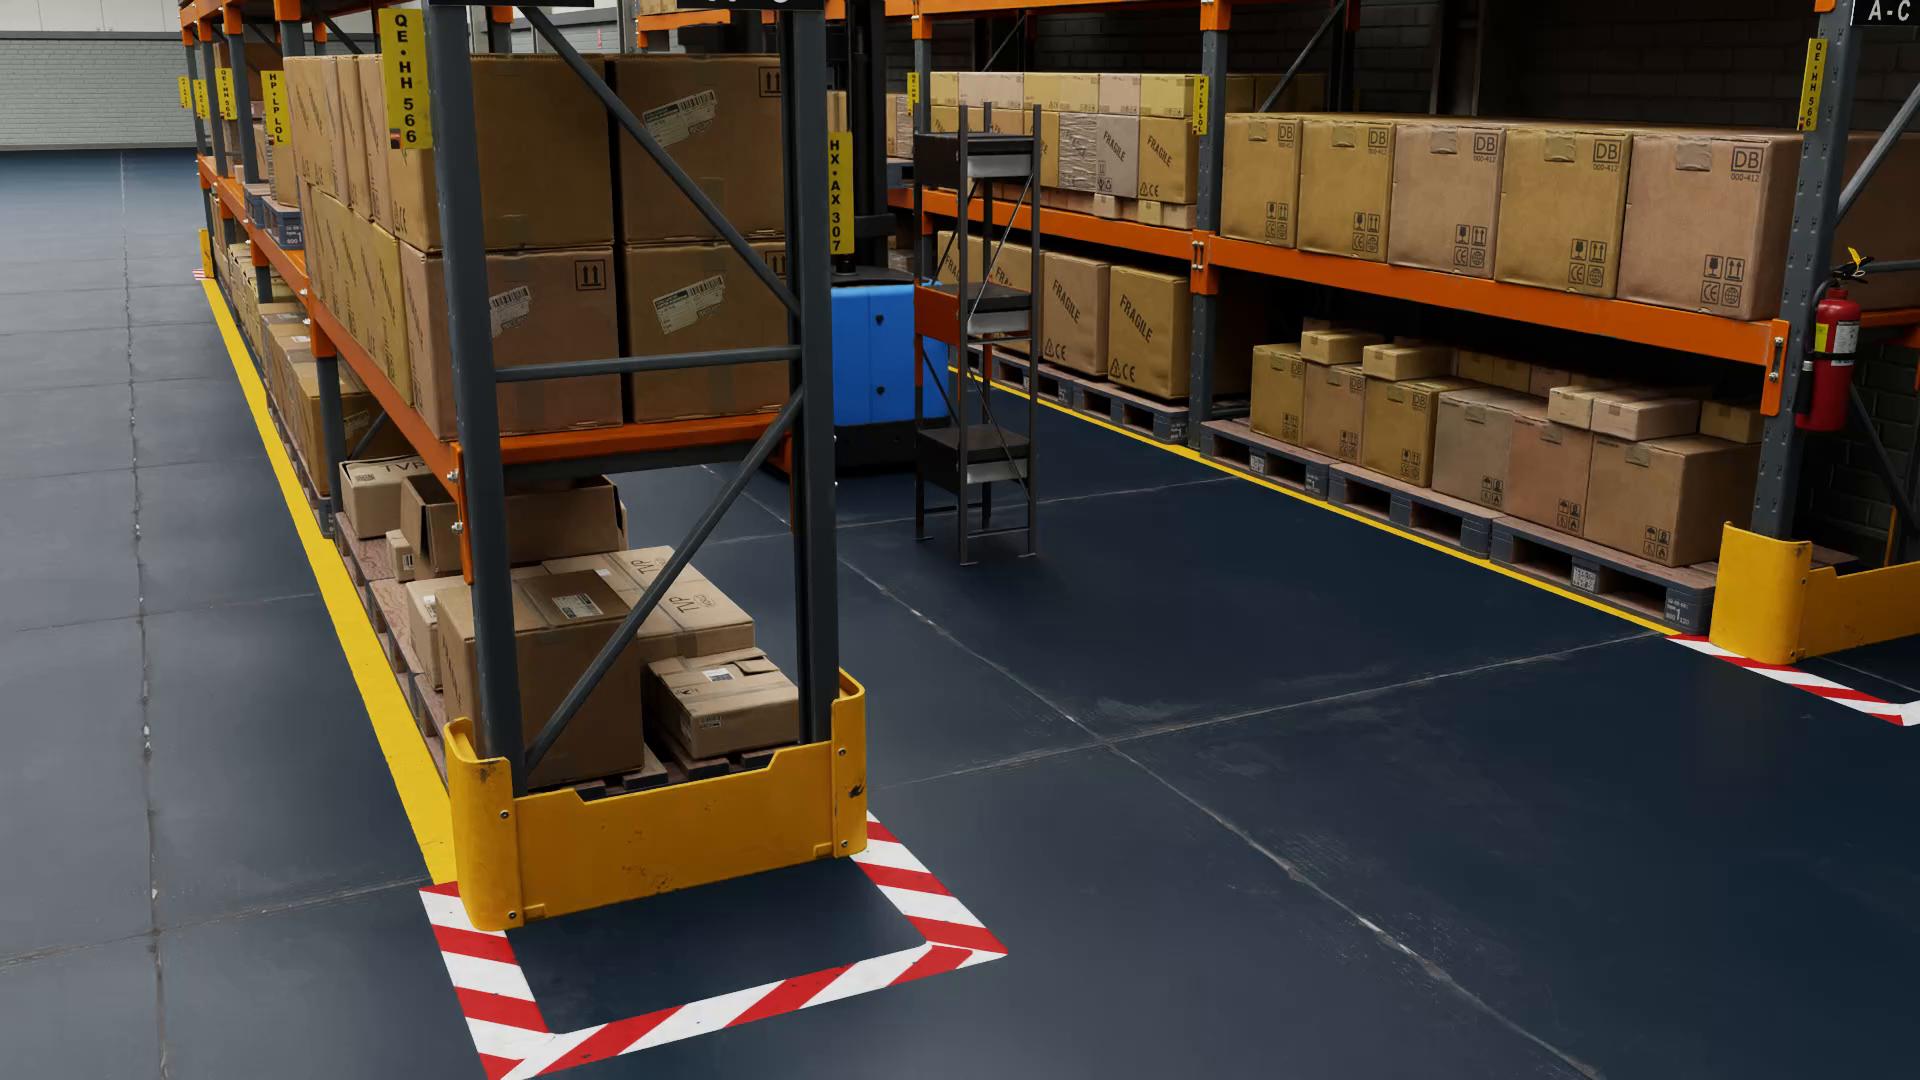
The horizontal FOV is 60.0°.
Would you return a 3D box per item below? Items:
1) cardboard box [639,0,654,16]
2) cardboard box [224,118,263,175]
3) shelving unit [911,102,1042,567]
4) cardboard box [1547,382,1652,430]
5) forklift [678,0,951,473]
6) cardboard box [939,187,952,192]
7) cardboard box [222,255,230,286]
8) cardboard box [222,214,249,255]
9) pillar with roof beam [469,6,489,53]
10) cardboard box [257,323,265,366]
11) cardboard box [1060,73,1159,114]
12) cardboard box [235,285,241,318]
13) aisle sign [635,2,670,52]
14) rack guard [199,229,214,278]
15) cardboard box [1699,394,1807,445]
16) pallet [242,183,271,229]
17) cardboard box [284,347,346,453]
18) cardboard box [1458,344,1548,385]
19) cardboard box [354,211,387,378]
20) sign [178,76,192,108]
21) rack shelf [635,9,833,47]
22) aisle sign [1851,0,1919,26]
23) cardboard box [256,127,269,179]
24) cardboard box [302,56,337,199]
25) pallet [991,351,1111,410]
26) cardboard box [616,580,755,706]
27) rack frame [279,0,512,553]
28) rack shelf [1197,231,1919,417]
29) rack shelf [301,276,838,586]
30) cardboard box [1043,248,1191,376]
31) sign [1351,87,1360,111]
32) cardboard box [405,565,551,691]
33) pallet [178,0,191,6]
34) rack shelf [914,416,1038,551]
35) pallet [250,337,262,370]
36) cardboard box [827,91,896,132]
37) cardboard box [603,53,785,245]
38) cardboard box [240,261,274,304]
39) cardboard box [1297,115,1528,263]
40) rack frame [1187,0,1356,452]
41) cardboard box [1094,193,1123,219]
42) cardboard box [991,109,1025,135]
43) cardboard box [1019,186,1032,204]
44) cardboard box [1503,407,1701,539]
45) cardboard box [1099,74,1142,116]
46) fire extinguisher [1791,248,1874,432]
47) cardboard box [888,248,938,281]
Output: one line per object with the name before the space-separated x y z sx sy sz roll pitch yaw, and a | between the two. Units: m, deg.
cardboard box | -3.462 -6.416 19.513 0.500 0.500 0.500 -7 17 -23
cardboard box | -6.283 -3.595 15.159 0.700 0.500 0.500 -8 18 -26
shelving unit | 0.073 -0.968 7.818 0.431 2.100 0.503 -8 18 -25
cardboard box | 2.896 -0.609 7.528 0.380 0.149 0.250 -7 17 -23
forklift | -1.092 -2.154 10.444 1.130 2.935 3.031 -7 17 -22
cardboard box | 0.057 -2.825 13.075 0.380 0.149 0.250 -8 18 -26
cardboard box | -6.925 -2.654 16.284 0.500 0.250 0.500 -8 18 -25
cardboard box | -6.691 -2.892 15.756 0.500 0.500 0.500 -8 18 -25
pillar with roof beam | -14.055 -11.787 33.010 9.100 9.000 0.400 -8 18 -25
cardboard box | -4.780 -1.427 12.009 0.500 0.250 0.500 -7 18 -24
cardboard box | 1.000 -2.954 10.991 0.500 0.250 0.500 -7 18 -24
cardboard box | -5.906 -2.061 14.219 0.500 0.250 0.500 -7 18 -24
aisle sign | -3.685 -6.260 19.915 0.394 0.787 0.004 -8 18 -25
rack guard | -7.846 -3.234 18.614 1.175 0.500 0.348 -8 18 -25
cardboard box | 3.464 -0.529 7.249 0.380 0.149 0.250 -8 18 -25
pallet | -3.970 -2.194 10.807 1.213 0.211 1.003 -8 18 -25
cardboard box | -3.480 -0.800 9.334 0.500 0.500 0.500 -7 18 -24
cardboard box | 2.796 -0.906 8.563 0.380 0.149 0.250 -8 18 -26
cardboard box | -1.711 -0.841 5.563 0.500 0.500 0.500 -8 18 -24
sign | -8.337 -4.818 17.890 0.100 0.325 0.005 -8 18 -25
rack shelf | -2.508 -5.629 18.295 1.077 0.370 4.000 -8 18 -25
aisle sign | 3.387 -2.257 5.966 0.394 0.787 0.004 -8 18 -25
cardboard box | -5.080 -2.908 12.765 0.500 0.500 0.500 -9 18 -28
cardboard box | -2.173 -1.577 6.313 0.500 0.500 0.500 -8 18 -27
pallet | 0.929 -1.198 12.044 1.003 0.211 1.213 -8 18 -25
cardboard box | -1.028 0.355 5.764 0.500 0.250 0.500 -8 18 -25
rack frame | -2.578 -1.454 7.880 1.000 3.000 0.127 -8 18 -25
rack shelf | 2.749 -1.212 8.340 1.077 0.370 4.000 -8 18 -25
rack shelf | -1.702 -0.612 6.251 1.077 0.370 4.000 -8 18 -25
cardboard box | 1.080 -1.588 11.481 0.750 0.750 0.750 -7 17 -23
sign | 2.372 -2.575 10.074 0.100 0.325 0.005 -8 18 -25
cardboard box | -1.675 0.304 5.942 0.500 0.250 0.500 -8 18 -25
pallet | -7.549 -5.651 17.225 1.003 0.211 1.213 -8 18 -25
rack shelf | 0.073 -0.282 8.015 0.431 0.518 0.480 -8 18 -25
pallet | -5.187 -1.617 13.501 1.003 0.211 1.213 -8 18 -25
cardboard box | -0.884 -3.868 15.311 0.700 0.500 0.500 -5 17 -17
cardboard box | -0.783 -1.133 4.766 0.500 0.500 0.500 -7 17 -23
cardboard box | -5.451 -2.074 13.247 0.500 0.311 0.500 -7 17 -23
cardboard box | 2.411 -1.880 8.819 0.980 0.700 0.700 -8 18 -26
rack frame | 1.873 -2.054 9.969 1.000 3.000 0.127 -8 18 -25
cardboard box | 1.097 -2.180 10.828 0.380 0.149 0.250 -8 18 -25
cardboard box | 0.541 -2.841 11.955 0.500 0.500 0.500 -8 18 -25
cardboard box | 0.646 -2.509 11.975 0.380 0.149 0.250 -7 18 -24
cardboard box | 3.010 -0.348 7.795 0.700 0.500 0.500 -8 18 -25
cardboard box | 1.223 -2.828 10.550 0.500 0.250 0.500 -7 18 -24
fire extinguisher | 3.277 -0.752 6.250 0.296 0.674 0.183 -8 18 -25
cardboard box | -0.241 -2.228 14.310 0.700 0.500 0.500 -7 18 -24
